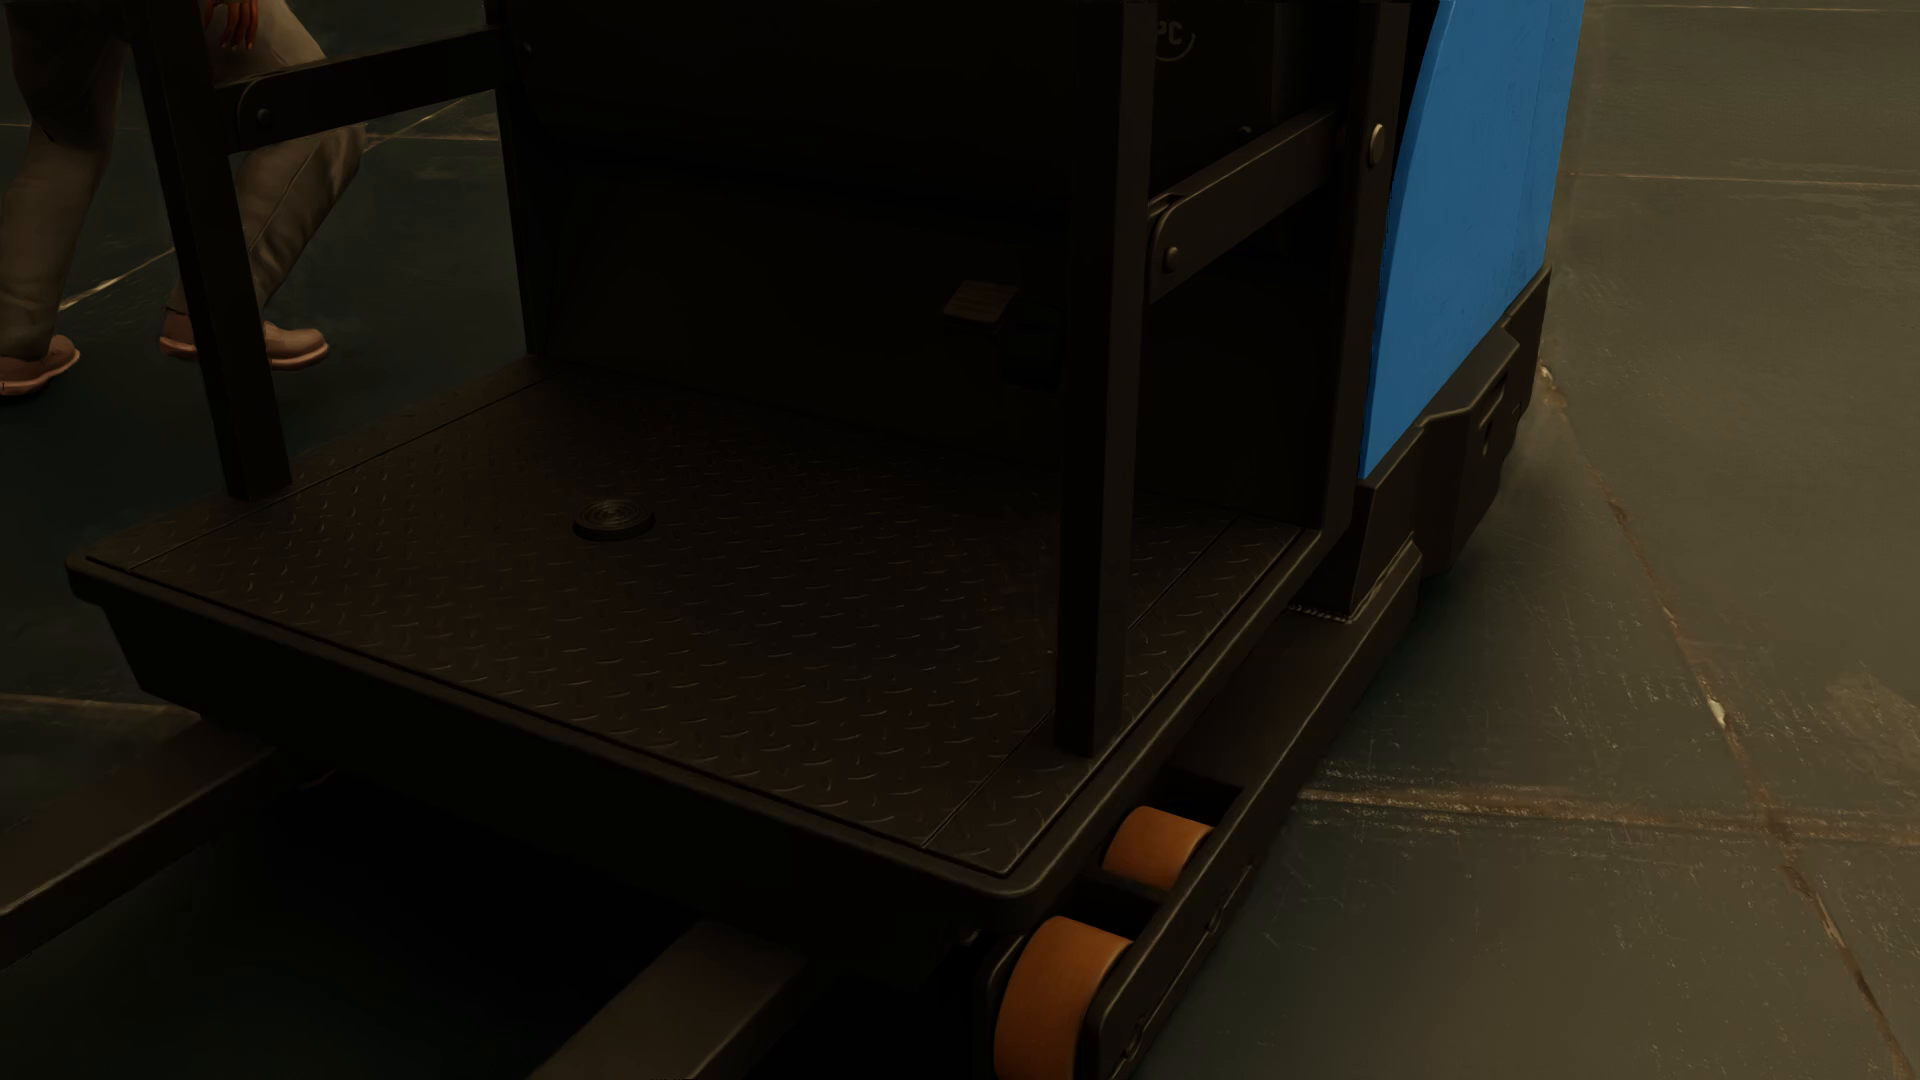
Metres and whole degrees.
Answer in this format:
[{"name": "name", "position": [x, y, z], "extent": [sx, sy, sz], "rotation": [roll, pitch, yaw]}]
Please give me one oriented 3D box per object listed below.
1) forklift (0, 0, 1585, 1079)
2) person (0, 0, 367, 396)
[{"name": "forklift", "position": [-0.197, -1.038, 1.296], "extent": [1.130, 2.935, 3.031], "rotation": [14, 30, 26]}, {"name": "person", "position": [-1.434, -0.983, 2.765], "extent": [0.836, 1.553, 0.533], "rotation": [15, 30, 27]}]
